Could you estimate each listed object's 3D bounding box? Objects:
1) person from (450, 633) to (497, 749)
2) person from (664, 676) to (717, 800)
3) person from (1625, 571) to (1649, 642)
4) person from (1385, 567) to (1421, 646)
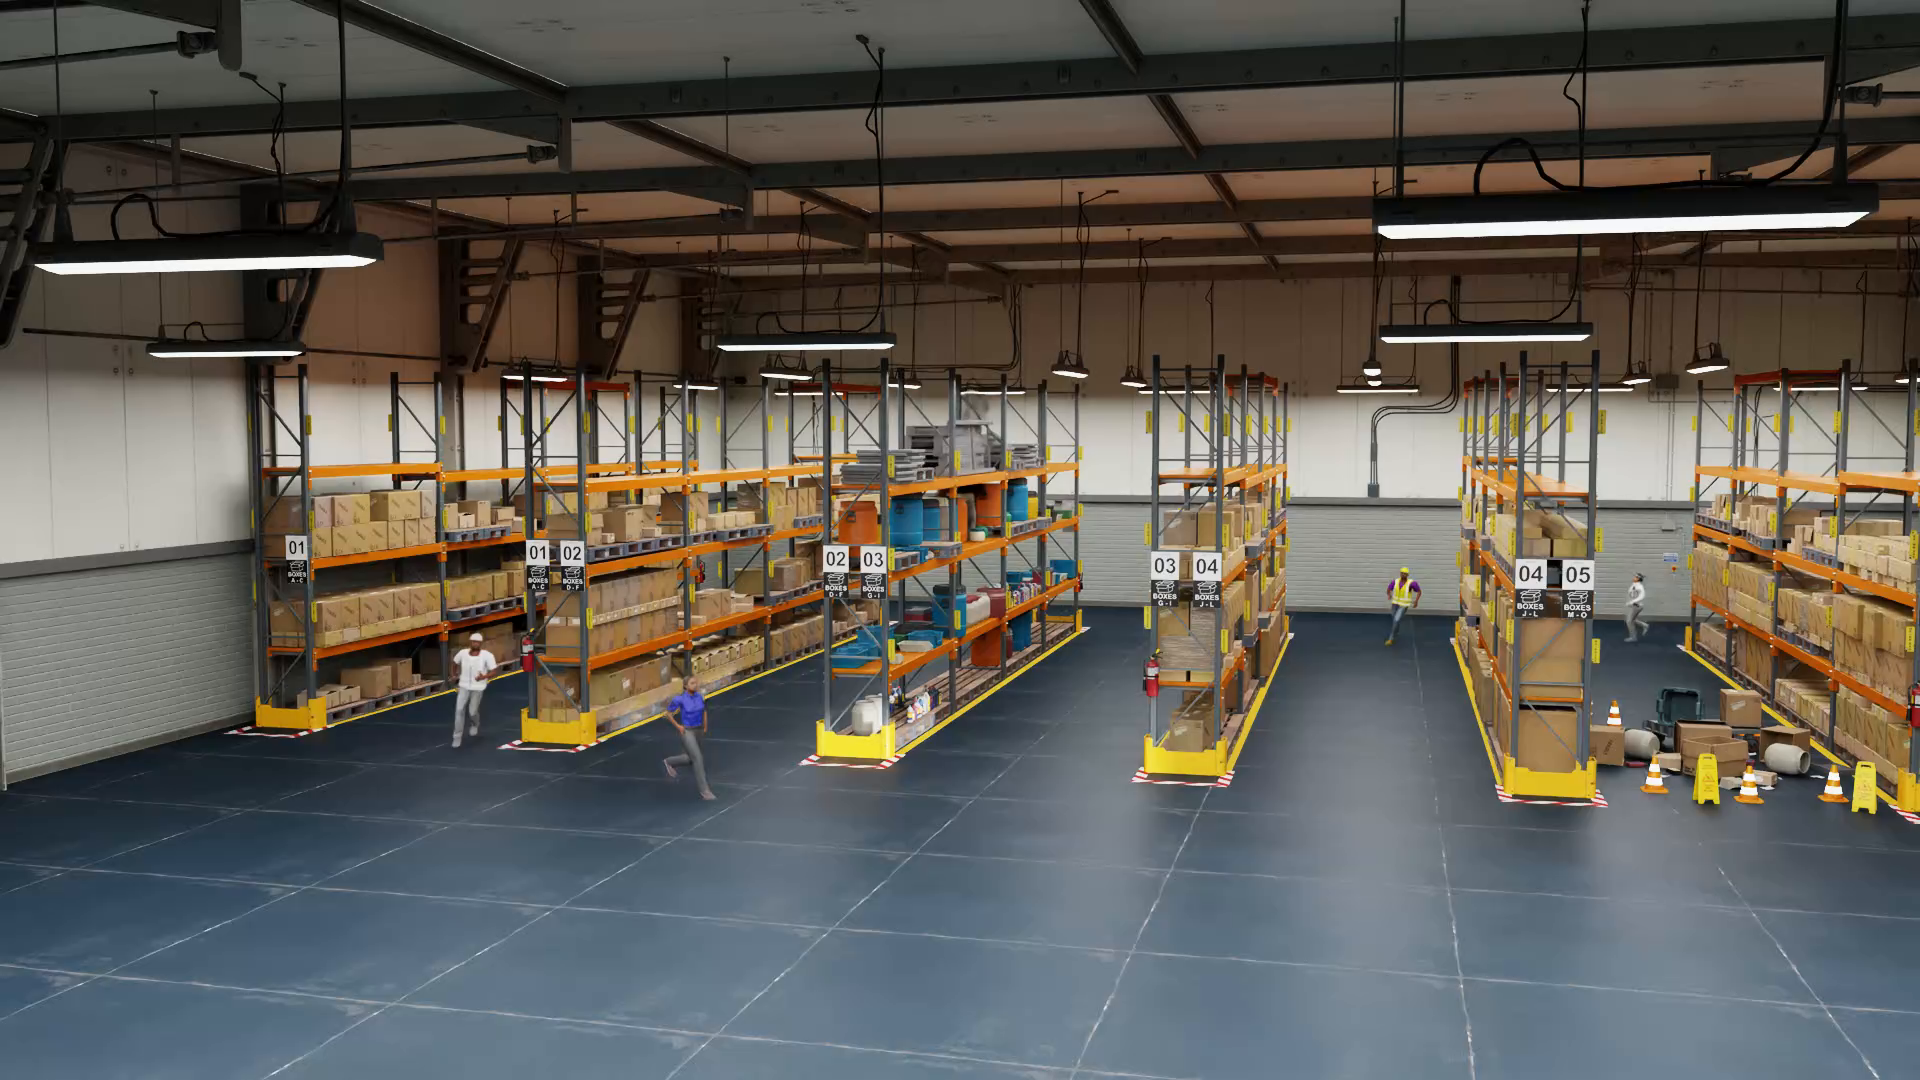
[{"bbox_3d":[-7.663,2.330,26.193,0.734,1.758,0.913,0,4,-3],"label":"person"},{"bbox_3d":[-3.667,2.655,22.537,1.057,1.653,0.547,3,5,35],"label":"person"},{"bbox_3d":[15.679,1.535,38.460,0.565,1.660,0.617,1,4,9],"label":"person"},{"bbox_3d":[10.071,1.502,38.008,0.758,1.767,0.909,3,5,40],"label":"person"}]
